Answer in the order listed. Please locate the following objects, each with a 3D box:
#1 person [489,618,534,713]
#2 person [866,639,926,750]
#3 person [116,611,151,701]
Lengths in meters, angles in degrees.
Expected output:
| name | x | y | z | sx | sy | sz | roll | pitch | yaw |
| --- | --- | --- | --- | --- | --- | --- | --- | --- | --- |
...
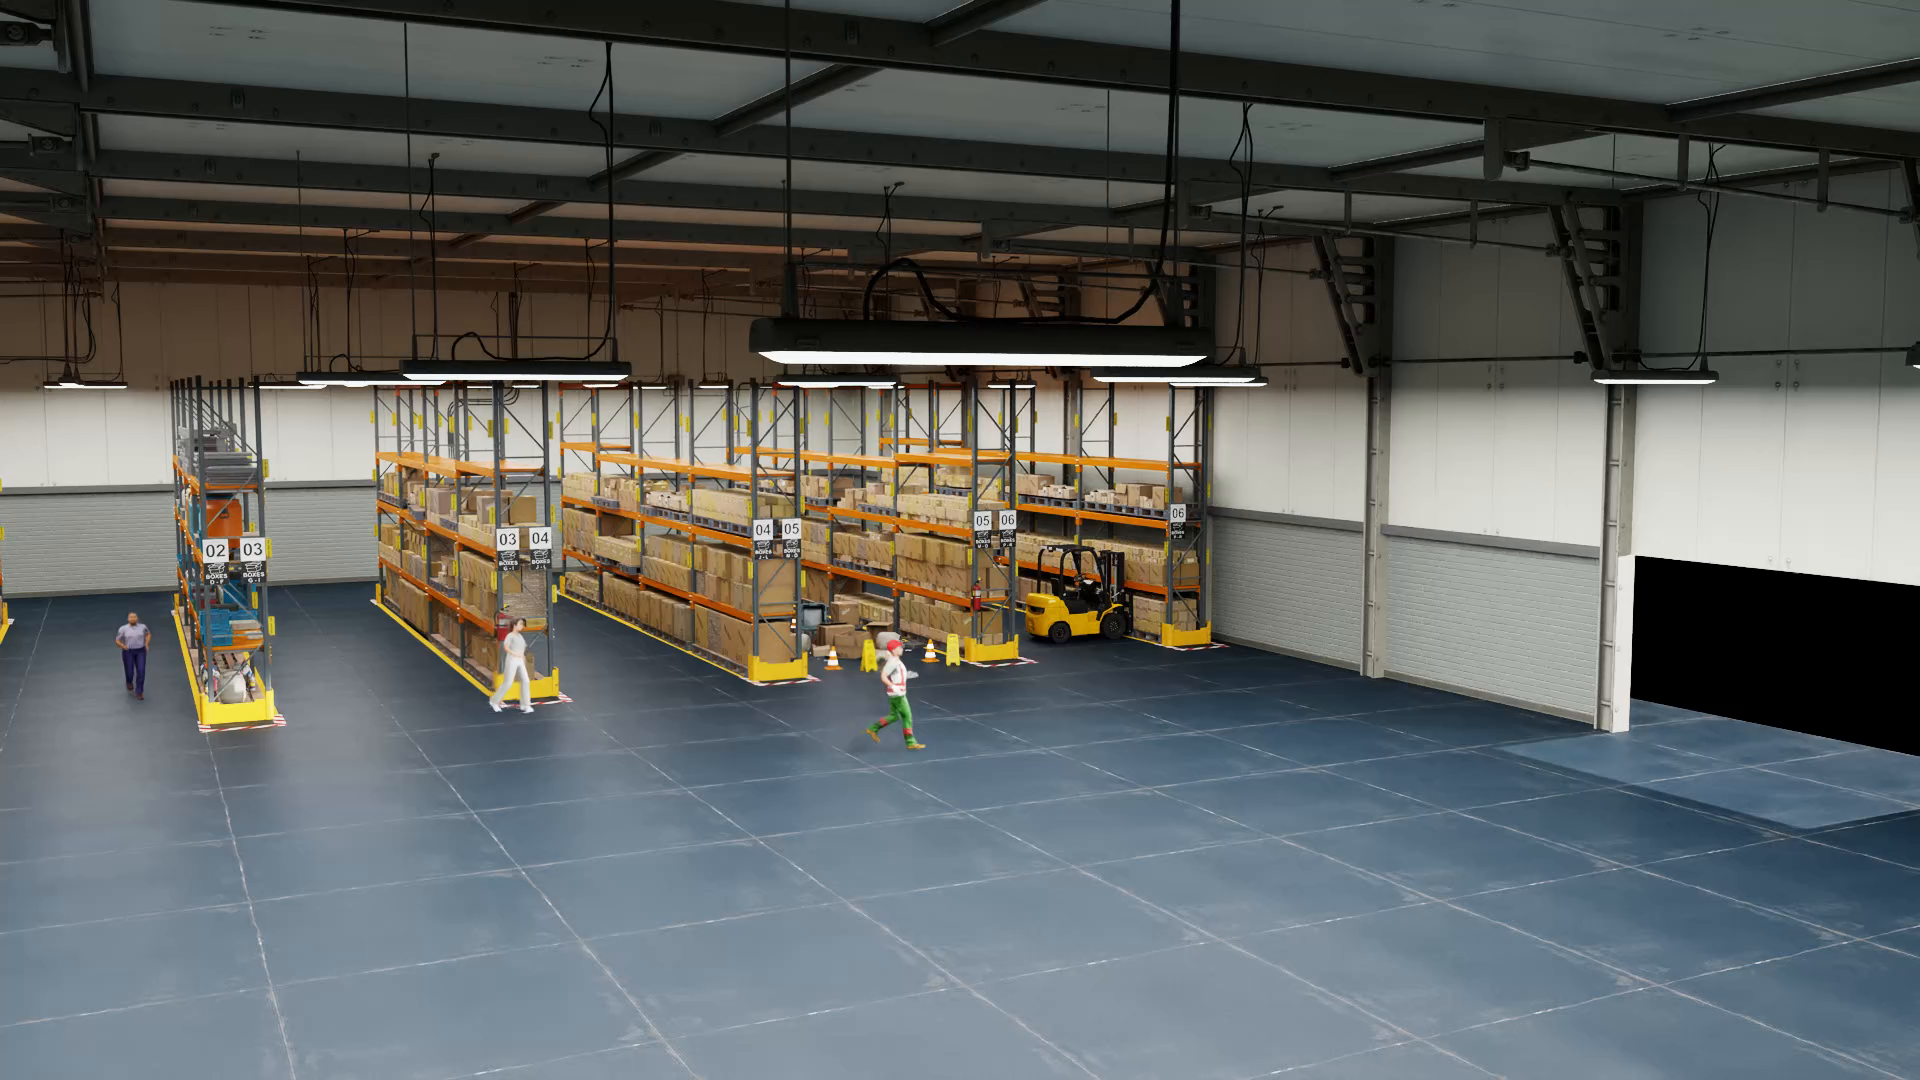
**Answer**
| name | x | y | z | sx | sy | sz | roll | pitch | yaw |
| --- | --- | --- | --- | --- | --- | --- | --- | --- | --- |
| person | -7.958 | 2.228 | 29.795 | 0.865 | 1.667 | 0.623 | 2 | 5 | 17 |
| person | -1.031 | 2.466 | 26.561 | 0.967 | 1.768 | 0.667 | 0 | 5 | -2 |
| person | -15.440 | 2.151 | 31.102 | 0.607 | 1.640 | 0.849 | -3 | 6 | -32 |
